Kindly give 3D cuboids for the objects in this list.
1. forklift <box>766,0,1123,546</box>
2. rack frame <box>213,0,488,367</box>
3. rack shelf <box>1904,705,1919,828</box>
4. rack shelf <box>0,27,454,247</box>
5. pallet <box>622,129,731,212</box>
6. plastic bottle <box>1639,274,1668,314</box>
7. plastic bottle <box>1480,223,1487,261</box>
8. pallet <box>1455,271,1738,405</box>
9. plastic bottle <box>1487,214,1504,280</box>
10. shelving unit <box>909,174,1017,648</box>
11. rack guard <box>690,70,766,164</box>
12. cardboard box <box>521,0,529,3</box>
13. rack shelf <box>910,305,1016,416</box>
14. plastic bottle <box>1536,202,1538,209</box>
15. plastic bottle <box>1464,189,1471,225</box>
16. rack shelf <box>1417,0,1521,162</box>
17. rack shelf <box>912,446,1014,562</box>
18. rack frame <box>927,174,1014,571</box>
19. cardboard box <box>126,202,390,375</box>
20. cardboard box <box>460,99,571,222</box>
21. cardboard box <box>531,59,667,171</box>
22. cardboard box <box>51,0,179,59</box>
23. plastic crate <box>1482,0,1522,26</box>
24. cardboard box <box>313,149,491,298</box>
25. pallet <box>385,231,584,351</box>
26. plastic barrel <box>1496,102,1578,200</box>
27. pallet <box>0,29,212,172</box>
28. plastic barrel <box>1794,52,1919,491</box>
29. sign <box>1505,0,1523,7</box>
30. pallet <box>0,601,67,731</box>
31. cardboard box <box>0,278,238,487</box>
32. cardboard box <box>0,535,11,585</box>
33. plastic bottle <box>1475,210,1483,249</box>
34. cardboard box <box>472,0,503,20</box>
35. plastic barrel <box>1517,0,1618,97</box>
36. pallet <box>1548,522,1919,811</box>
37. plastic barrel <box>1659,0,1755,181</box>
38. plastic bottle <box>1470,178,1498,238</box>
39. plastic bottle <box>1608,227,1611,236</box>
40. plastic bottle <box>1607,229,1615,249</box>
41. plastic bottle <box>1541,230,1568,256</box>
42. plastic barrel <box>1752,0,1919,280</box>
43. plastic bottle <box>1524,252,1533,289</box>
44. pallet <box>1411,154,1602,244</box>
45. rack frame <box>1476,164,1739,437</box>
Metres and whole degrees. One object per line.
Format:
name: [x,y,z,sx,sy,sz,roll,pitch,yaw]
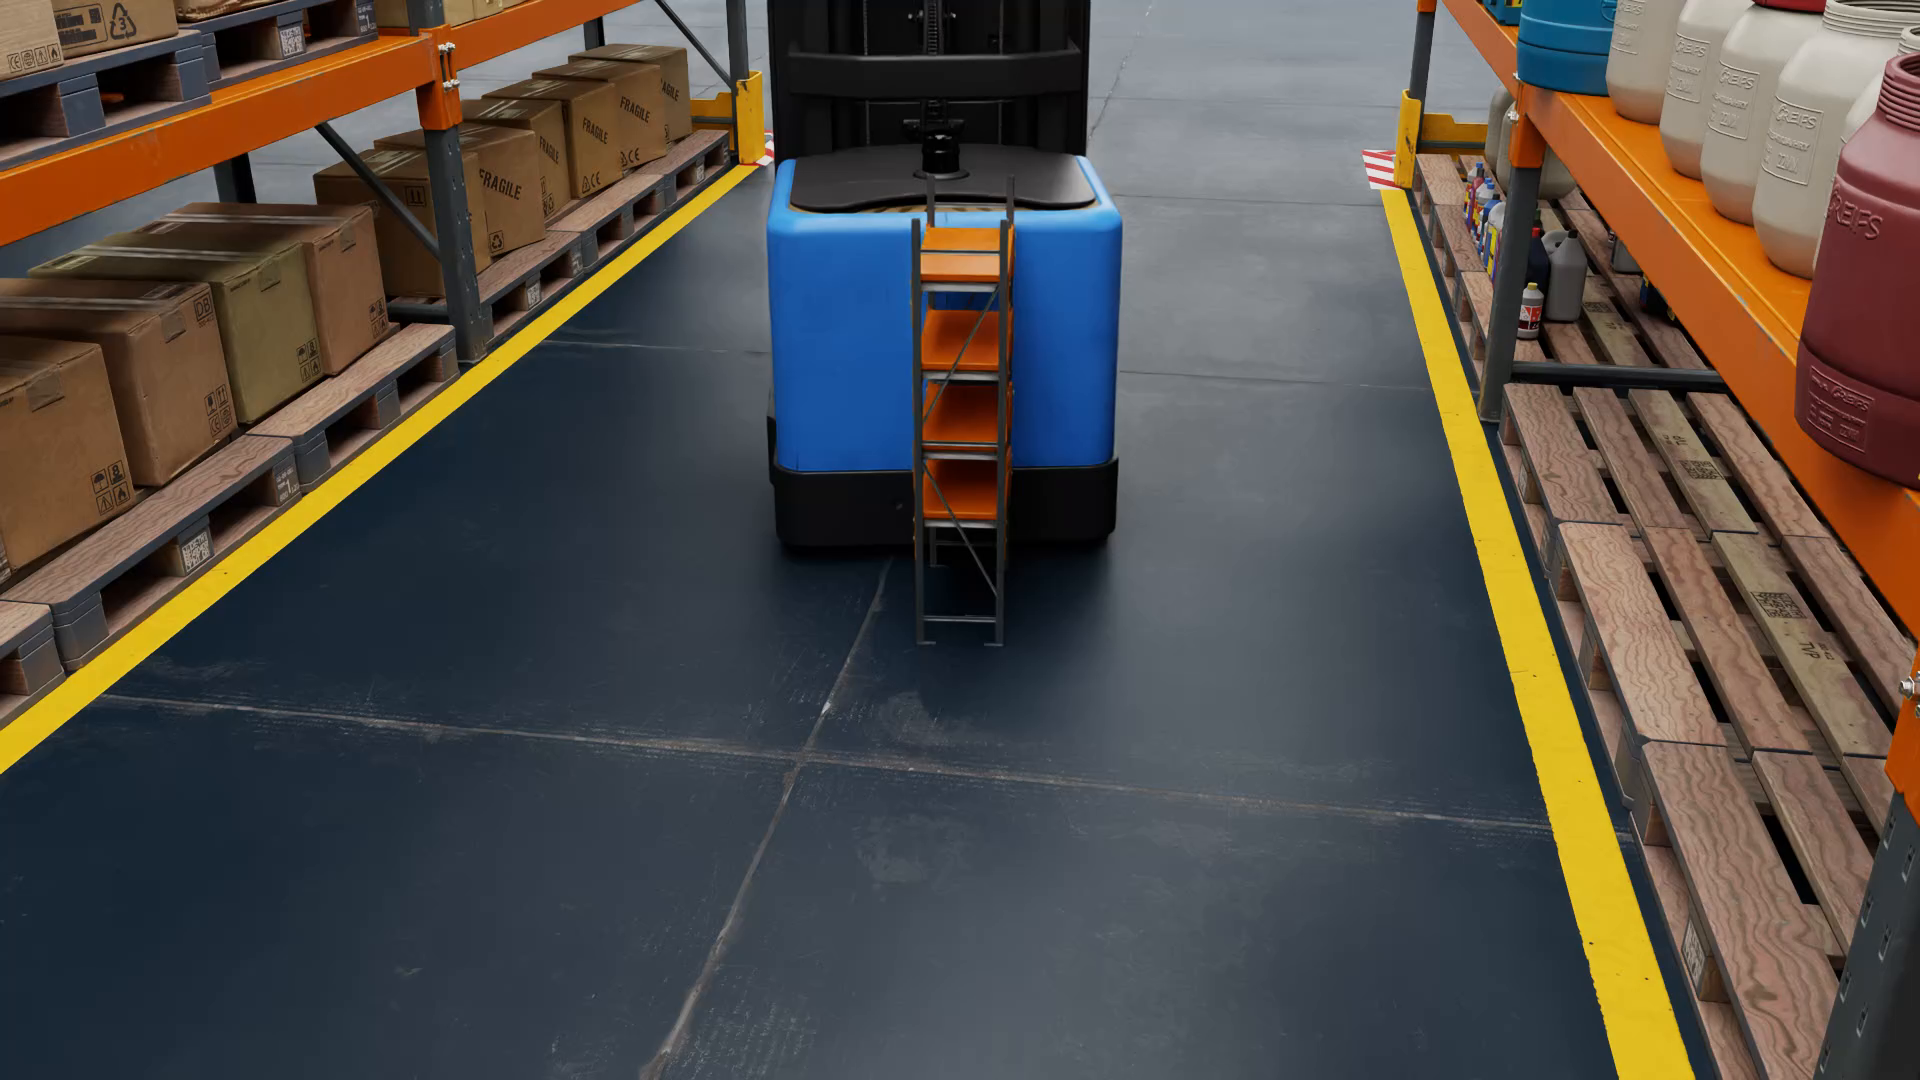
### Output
forklift: [-0.118,-1.893,5.837,1.130,2.935,3.031,-1,25,-3]
rack frame: [-2.453,-2.123,6.248,1.000,3.000,0.127,4,25,9]
rack shelf: [1.453,1.055,0.307,1.077,0.370,4.000,4,25,9]
rack shelf: [-2.780,-0.961,4.614,1.077,0.370,4.000,4,25,9]
pallet: [-1.980,-2.164,9.625,1.003,0.211,1.213,4,25,9]
plastic bottle: [2.832,-1.099,6.665,0.144,0.351,0.185,4,25,9]
plastic bottle: [2.361,-1.336,7.348,0.097,0.201,0.097,0,25,0]
pallet: [2.584,-0.795,6.700,1.003,0.211,1.213,4,25,9]
plastic bottle: [2.338,-1.285,7.062,0.144,0.351,0.185,4,25,8]
shelving unit: [0.014,-0.353,4.589,0.258,1.200,0.503,1,25,3]
rack guard: [-1.812,-2.633,10.284,1.175,0.500,0.348,4,25,9]
cardboard box: [-2.023,-2.394,7.123,0.380,0.149,0.250,4,25,9]
rack shelf: [0.014,-0.495,4.523,0.258,0.148,0.480,1,25,3]
plastic bottle: [2.474,-1.315,7.205,0.061,0.283,0.133,4,25,9]
plastic bottle: [2.466,-1.605,7.923,0.097,0.201,0.097,0,25,0]
rack shelf: [2.760,-2.291,7.455,1.077,0.370,4.000,4,25,9]
rack shelf: [0.014,-0.112,4.702,0.258,0.148,0.480,1,25,3]
rack frame: [0.029,-0.456,4.810,0.240,1.200,0.015,1,25,3]
cardboard box: [-2.575,-0.935,6.140,0.700,0.500,0.500,2,25,4]
cardboard box: [-2.238,-1.851,8.120,0.500,0.500,0.500,2,25,4]
cardboard box: [-1.982,-2.342,9.169,0.500,0.500,0.500,11,27,22]
cardboard box: [-2.645,-1.629,4.575,0.797,0.503,0.637,7,26,14]
plastic crate: [2.346,-2.195,6.576,0.499,0.251,0.616,4,25,9]
cardboard box: [-2.348,-1.346,7.041,0.500,0.500,0.500,3,25,7]
pallet: [-2.378,-1.144,7.445,1.003,0.211,1.213,4,25,9]
plastic barrel: [2.973,-2.027,8.480,0.421,0.512,0.421,0,25,0]
pallet: [-2.824,-1.194,4.490,1.003,0.211,1.213,4,25,9]
plastic barrel: [1.556,-0.384,2.372,0.600,0.536,0.708,4,25,9]
sign: [1.892,-1.948,5.548,0.100,0.325,0.005,4,25,9]
pallet: [-2.978,0.486,3.963,1.003,0.211,1.213,4,25,9]
cardboard box: [-2.762,-0.503,5.216,0.700,0.500,0.500,2,25,4]
cardboard box: [-2.939,-0.032,4.210,0.700,0.500,0.500,2,25,4]
plastic bottle: [2.395,-1.422,7.531,0.097,0.201,0.097,0,25,0]
cardboard box: [-2.068,-2.182,6.671,0.380,0.149,0.250,4,25,9]
plastic barrel: [2.071,-1.867,5.109,0.600,0.901,0.708,4,25,9]
pallet: [2.146,0.325,4.306,1.003,0.211,1.213,4,25,9]
plastic barrel: [1.941,-1.150,4.008,0.433,0.535,0.433,0,25,0]
plastic bottle: [2.427,-1.537,7.694,0.097,0.271,0.097,0,25,0]
plastic bottle: [3.046,-1.527,7.660,0.061,0.283,0.133,4,25,9]
plastic bottle: [3.002,-1.426,7.540,0.097,0.201,0.097,0,25,0]
plastic bottle: [2.436,-1.116,6.789,0.152,0.276,0.135,4,25,9]
plastic barrel: [1.806,-0.779,3.245,0.421,0.512,0.421,0,25,0]
plastic bottle: [2.186,-0.973,6.476,0.061,0.283,0.133,5,26,11]
pallet: [2.983,-1.816,8.880,1.003,0.211,1.213,4,25,9]
rack frame: [2.433,-1.780,5.515,1.000,3.000,0.127,4,25,9]
